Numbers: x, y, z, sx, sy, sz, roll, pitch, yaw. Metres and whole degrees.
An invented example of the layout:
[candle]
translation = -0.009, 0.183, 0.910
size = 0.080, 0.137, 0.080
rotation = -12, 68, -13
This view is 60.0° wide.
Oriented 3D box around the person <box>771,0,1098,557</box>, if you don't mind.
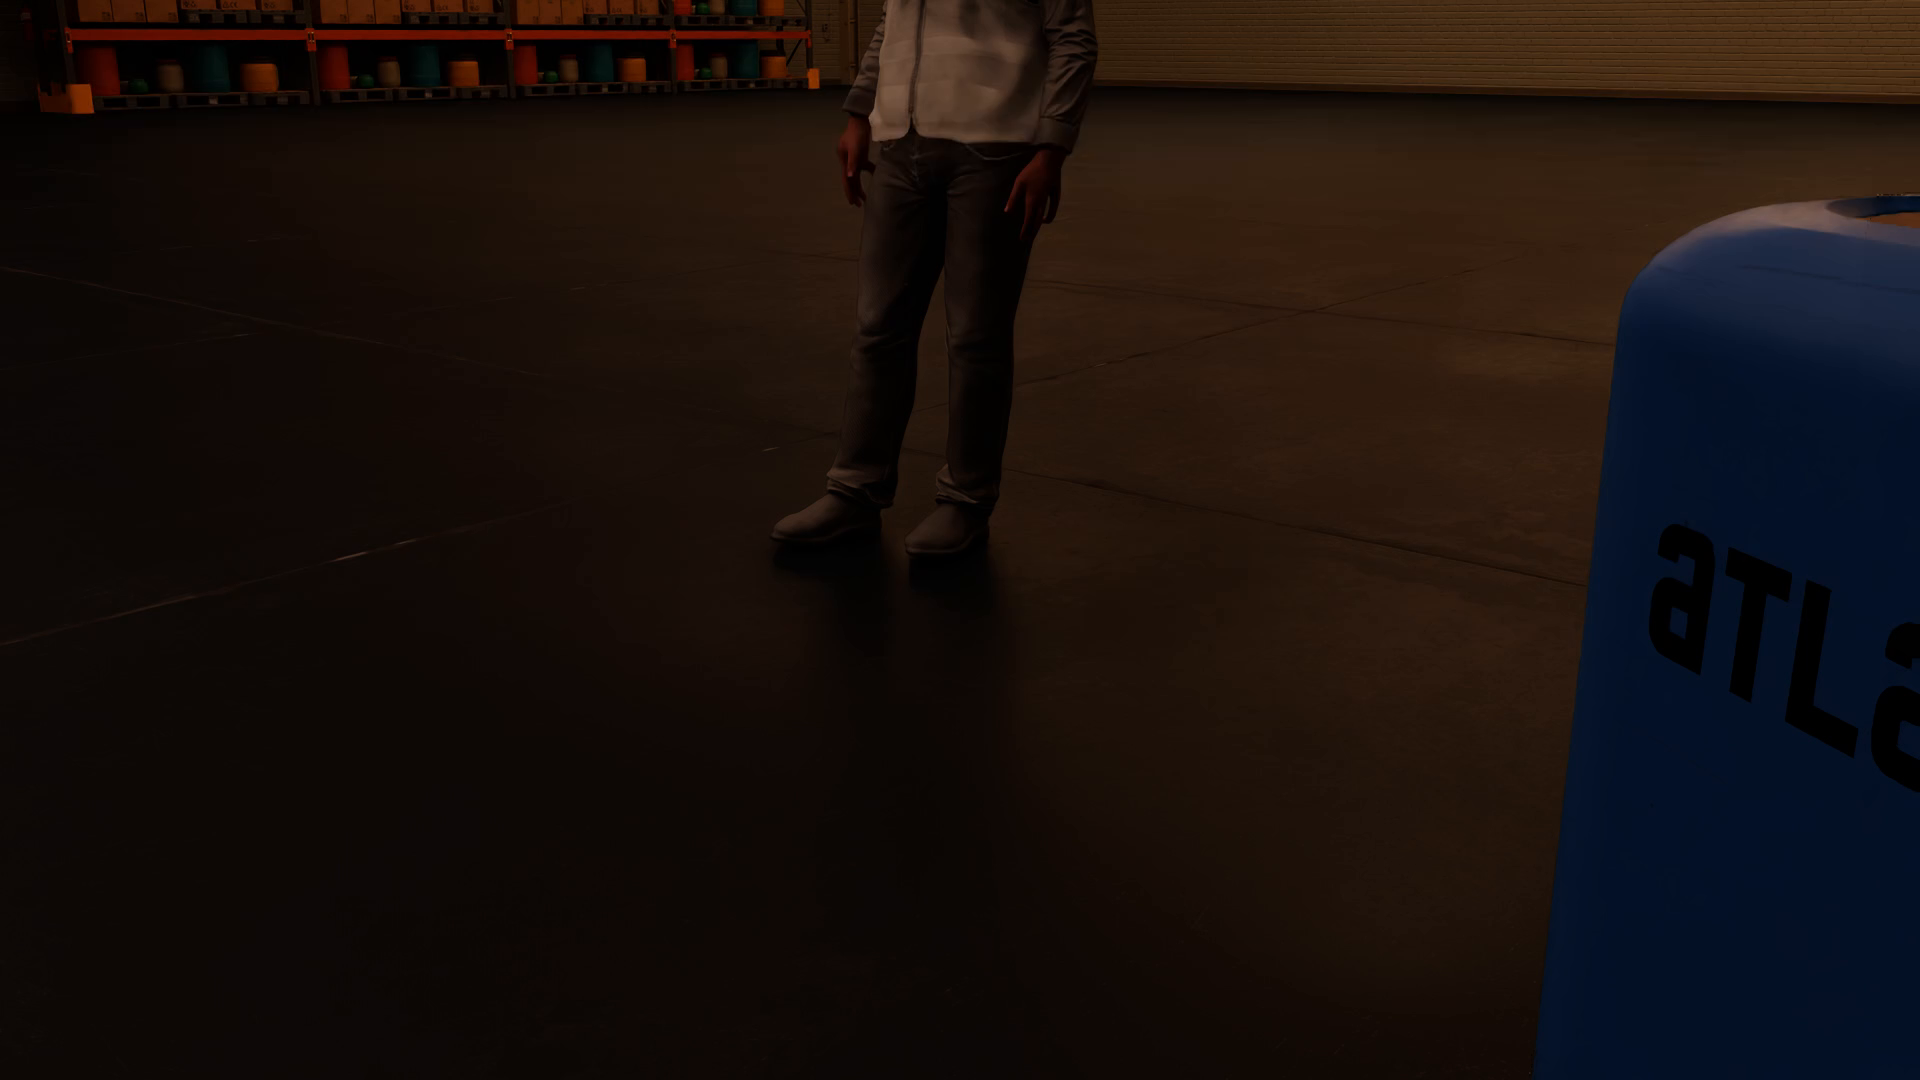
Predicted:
[person]
translation = -0.046, -0.844, 3.641
size = 0.632, 1.773, 0.568
rotation = 13, 21, 37
